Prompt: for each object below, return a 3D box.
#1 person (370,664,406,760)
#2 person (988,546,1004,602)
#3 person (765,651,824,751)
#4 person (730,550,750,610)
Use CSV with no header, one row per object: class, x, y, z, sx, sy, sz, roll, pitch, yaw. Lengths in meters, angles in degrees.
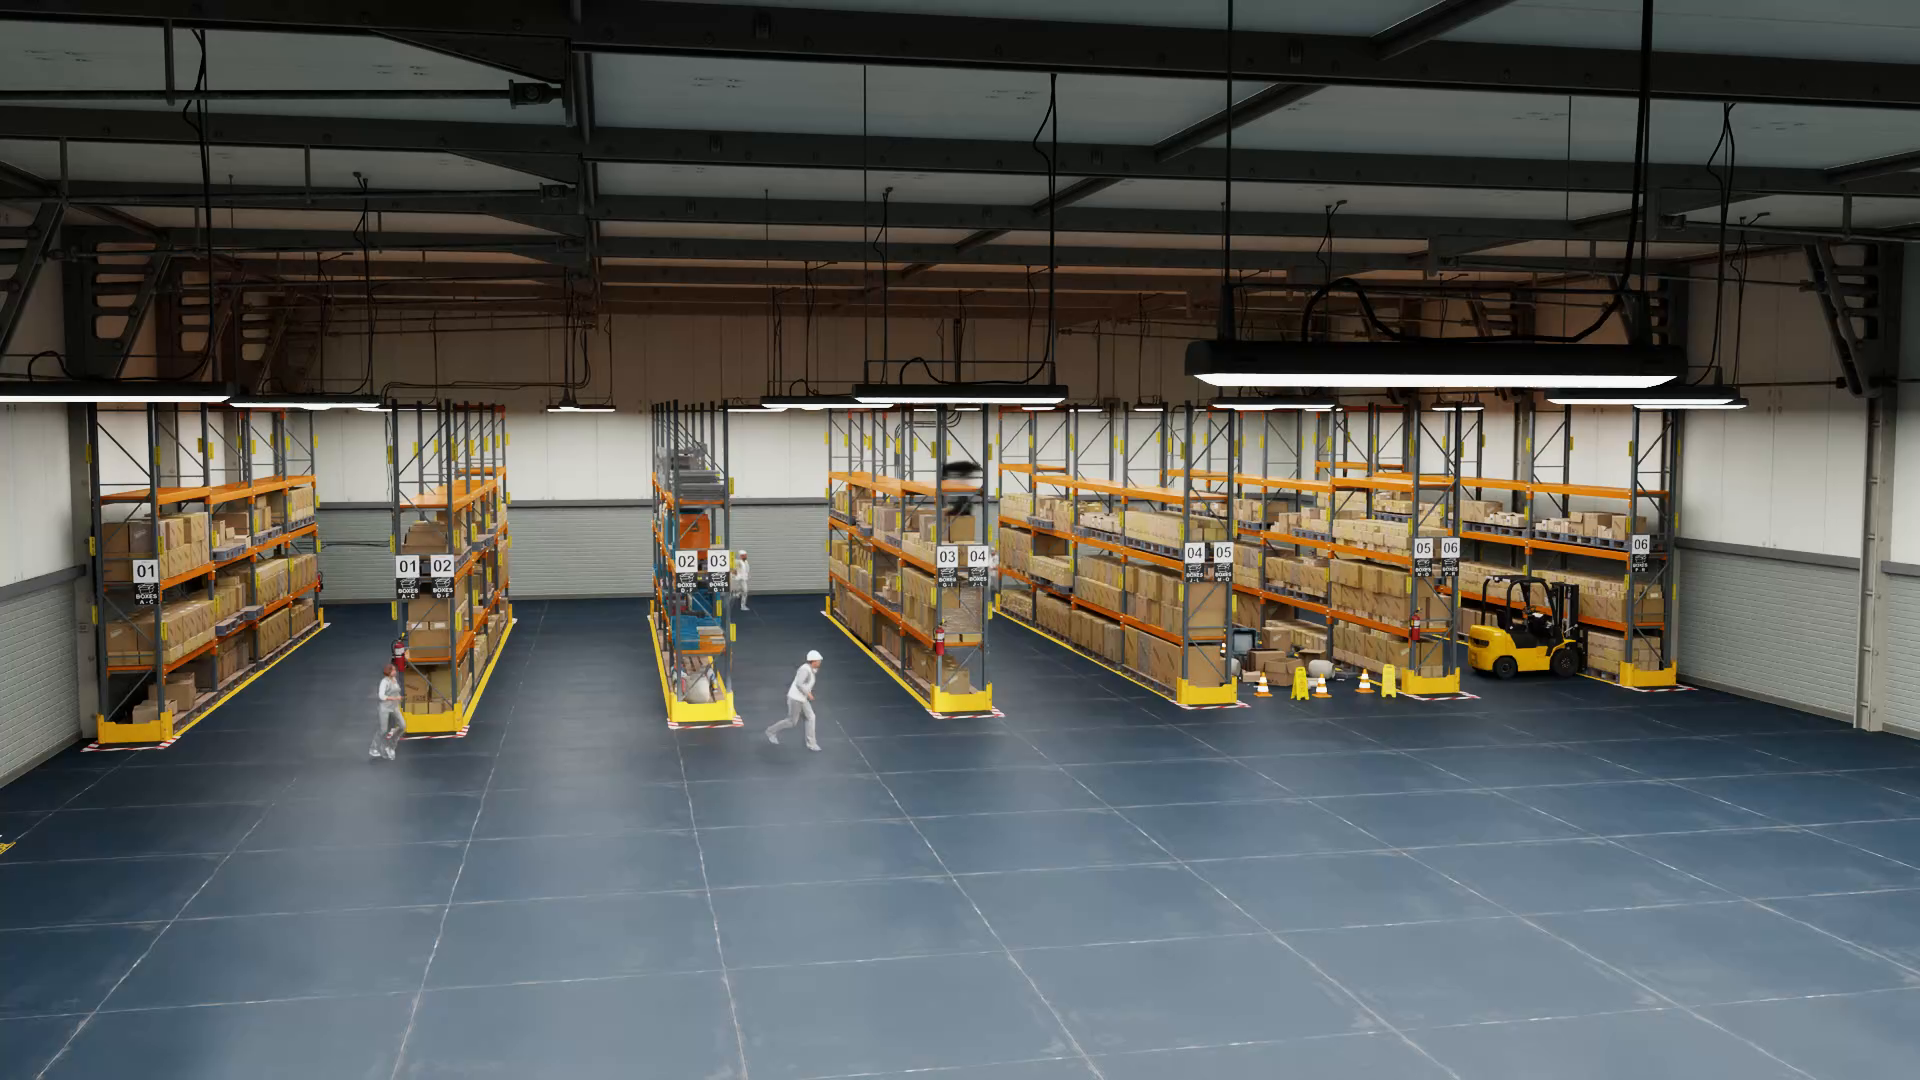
person,-9.518,2.849,27.671,0.641,1.594,0.576,2,5,21
person,1.019,1.089,49.868,0.648,1.849,0.813,4,6,42
person,-2.828,2.749,28.417,1.020,1.736,0.686,0,4,3
person,-6.475,1.174,48.993,0.786,1.737,0.733,1,4,16
